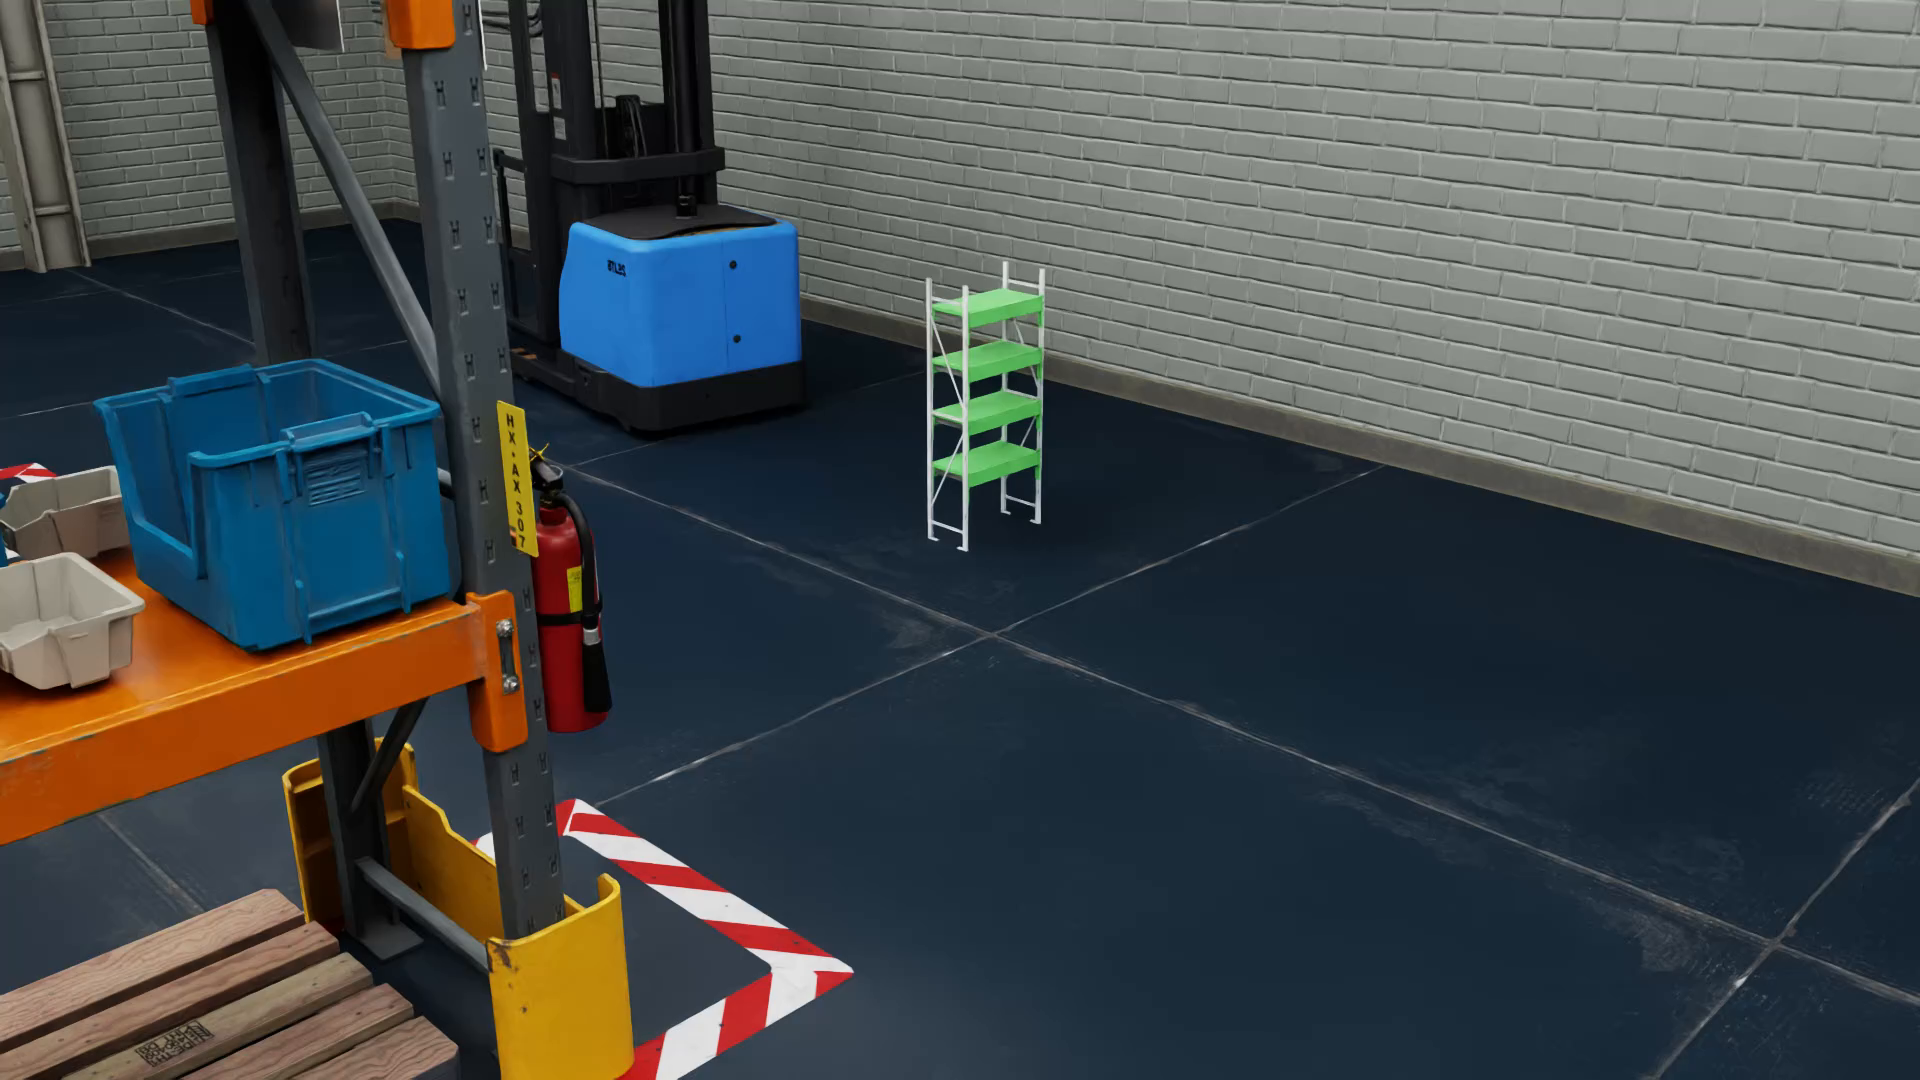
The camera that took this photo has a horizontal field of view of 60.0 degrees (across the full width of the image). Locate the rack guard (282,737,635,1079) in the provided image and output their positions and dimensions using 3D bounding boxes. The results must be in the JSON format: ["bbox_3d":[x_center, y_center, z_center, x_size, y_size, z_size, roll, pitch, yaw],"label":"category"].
[{"bbox_3d":[-1.328,0.973,4.347,1.175,0.500,0.348,19,28,41],"label":"rack guard"}]

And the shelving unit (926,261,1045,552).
[{"bbox_3d":[0.115,-0.603,7.470,0.258,1.200,0.503,19,28,41],"label":"shelving unit"}]

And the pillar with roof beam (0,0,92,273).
[{"bbox_3d":[-4.086,-5.297,8.814,9.100,9.000,0.400,19,28,41],"label":"pillar with roof beam"}]

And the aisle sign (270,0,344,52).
[{"bbox_3d":[-1.498,-1.491,3.649,0.394,0.787,0.004,19,28,41],"label":"aisle sign"}]

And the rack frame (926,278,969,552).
[{"bbox_3d":[-0.055,-0.540,7.307,0.240,1.200,0.015,19,28,41],"label":"rack frame"}]

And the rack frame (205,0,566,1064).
[{"bbox_3d":[-1.336,-0.184,3.874,1.000,3.000,0.127,19,28,41],"label":"rack frame"}]

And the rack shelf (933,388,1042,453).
[{"bbox_3d":[0.115,-0.543,7.493,0.258,0.148,0.480,19,28,41],"label":"rack shelf"}]

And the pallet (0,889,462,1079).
[{"bbox_3d":[-1.939,1.319,3.848,1.003,0.211,1.213,19,28,41],"label":"pallet"}]

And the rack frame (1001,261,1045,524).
[{"bbox_3d":[0.286,-0.665,7.633,0.240,1.200,0.015,19,28,41],"label":"rack frame"}]

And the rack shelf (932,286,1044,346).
[{"bbox_3d":[0.115,-0.991,7.321,0.258,0.148,0.480,19,28,41],"label":"rack shelf"}]

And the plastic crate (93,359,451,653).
[{"bbox_3d":[-1.435,-0.096,3.511,0.616,0.435,0.499,19,28,41],"label":"plastic crate"}]

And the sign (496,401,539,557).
[{"bbox_3d":[-0.930,-0.127,3.497,0.100,0.325,0.005,19,28,41],"label":"sign"}]

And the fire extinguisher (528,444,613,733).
[{"bbox_3d":[-0.905,0.101,3.759,0.296,0.674,0.183,19,28,41],"label":"fire extinguisher"}]

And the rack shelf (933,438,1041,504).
[{"bbox_3d":[0.115,-0.319,7.579,0.258,0.148,0.480,19,28,41],"label":"rack shelf"}]

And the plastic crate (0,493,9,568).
[{"bbox_3d":[-2.203,0.016,3.502,0.416,0.233,0.300,19,28,41],"label":"plastic crate"}]

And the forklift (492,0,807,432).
[{"bbox_3d":[-2.150,-2.418,9.780,1.130,2.935,3.031,-15,26,-34],"label":"forklift"}]

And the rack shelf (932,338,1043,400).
[{"bbox_3d":[0.115,-0.767,7.407,0.258,0.148,0.480,19,28,41],"label":"rack shelf"}]

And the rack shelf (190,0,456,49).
[{"bbox_3d":[-2.731,-0.735,2.127,1.077,0.370,4.000,19,28,41],"label":"rack shelf"}]

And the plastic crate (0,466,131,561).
[{"bbox_3d":[-2.027,-0.047,3.799,0.250,0.136,0.298,19,28,41],"label":"plastic crate"}]

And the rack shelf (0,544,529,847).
[{"bbox_3d":[-2.731,0.665,2.665,1.077,0.370,4.000,19,28,41],"label":"rack shelf"}]

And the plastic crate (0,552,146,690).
[{"bbox_3d":[-1.775,0.166,3.247,0.396,0.136,0.243,19,28,41],"label":"plastic crate"}]

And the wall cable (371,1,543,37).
[{"bbox_3d":[-4.232,-5.379,13.355,3.097,2.526,0.112,19,28,41],"label":"wall cable"}]

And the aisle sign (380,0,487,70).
[{"bbox_3d":[-1.075,-1.343,3.265,0.394,0.787,0.004,19,28,41],"label":"aisle sign"}]
